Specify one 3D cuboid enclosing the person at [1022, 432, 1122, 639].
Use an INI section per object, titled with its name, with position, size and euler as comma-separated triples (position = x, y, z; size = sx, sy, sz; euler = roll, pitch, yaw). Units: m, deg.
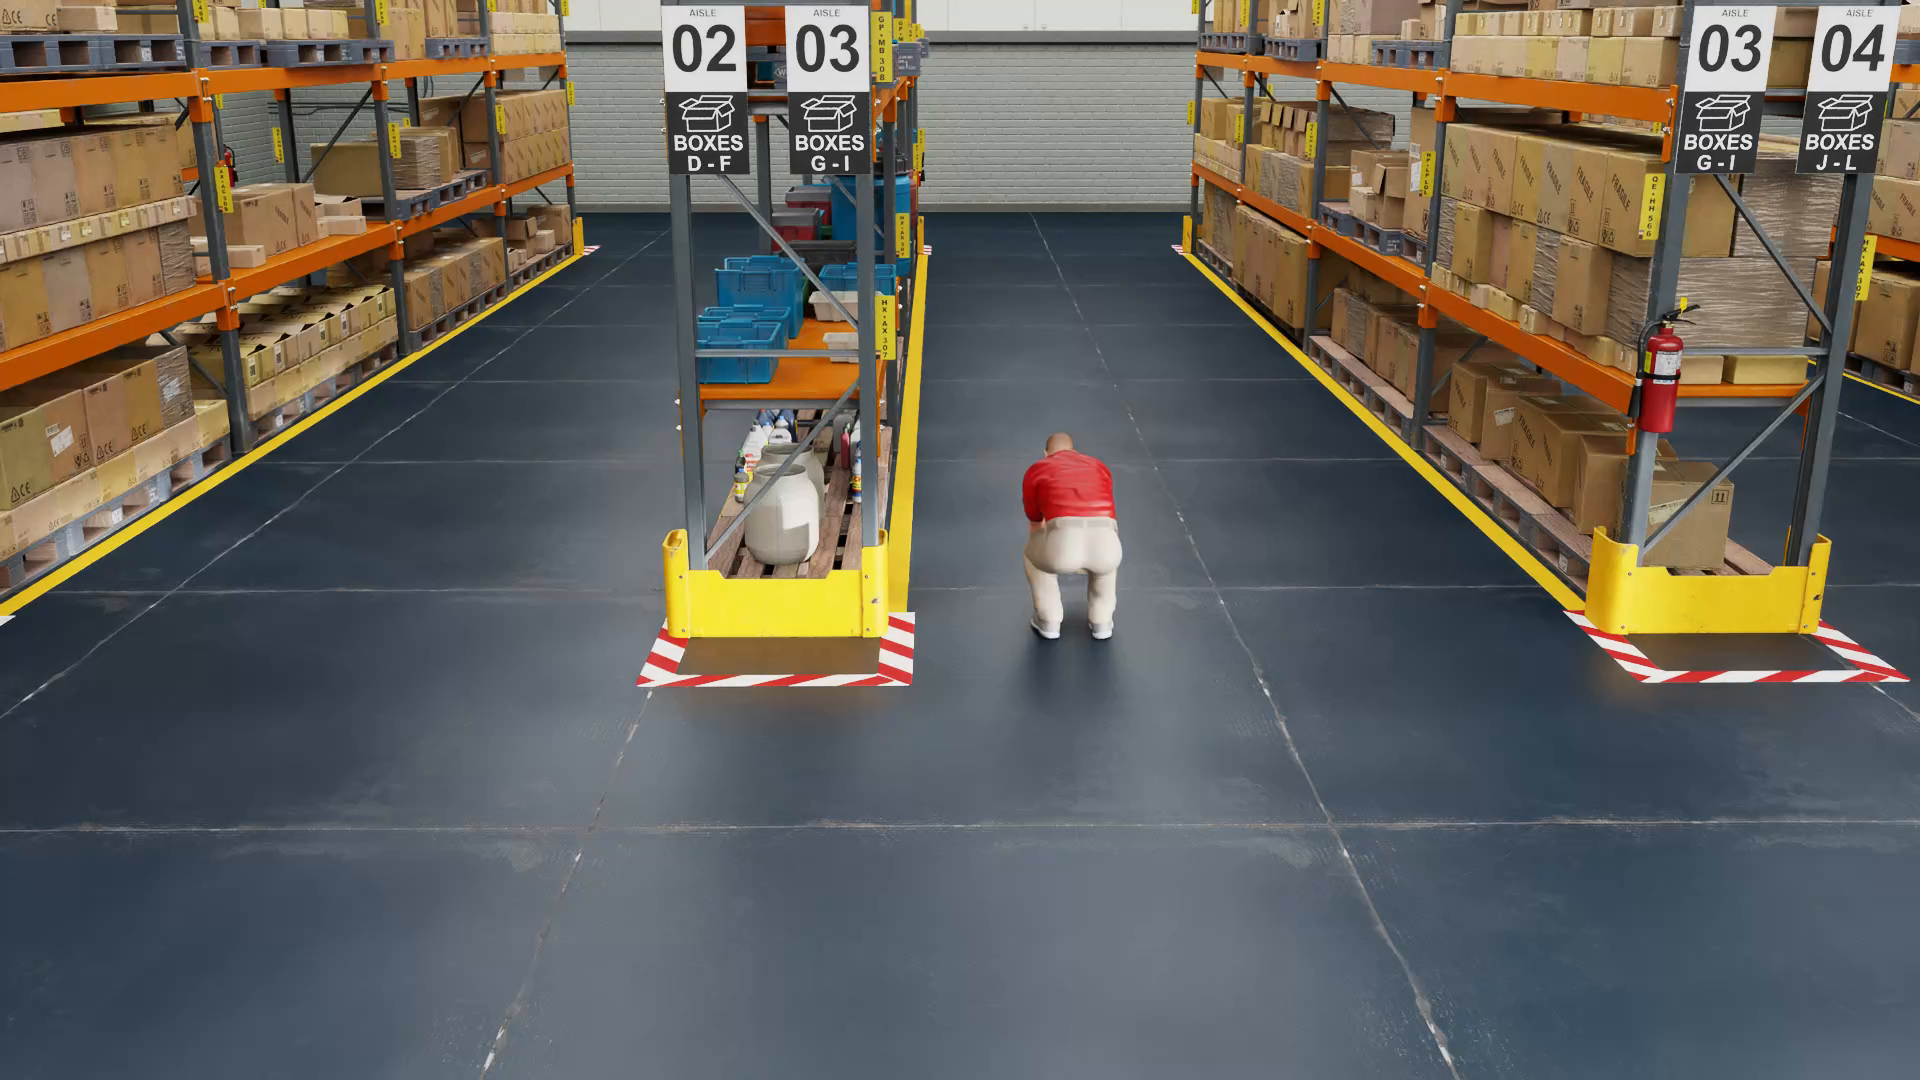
[person]
position = 0.603, -0.018, 8.927
size = 0.533, 0.980, 0.899
euler = -1, 17, -2
